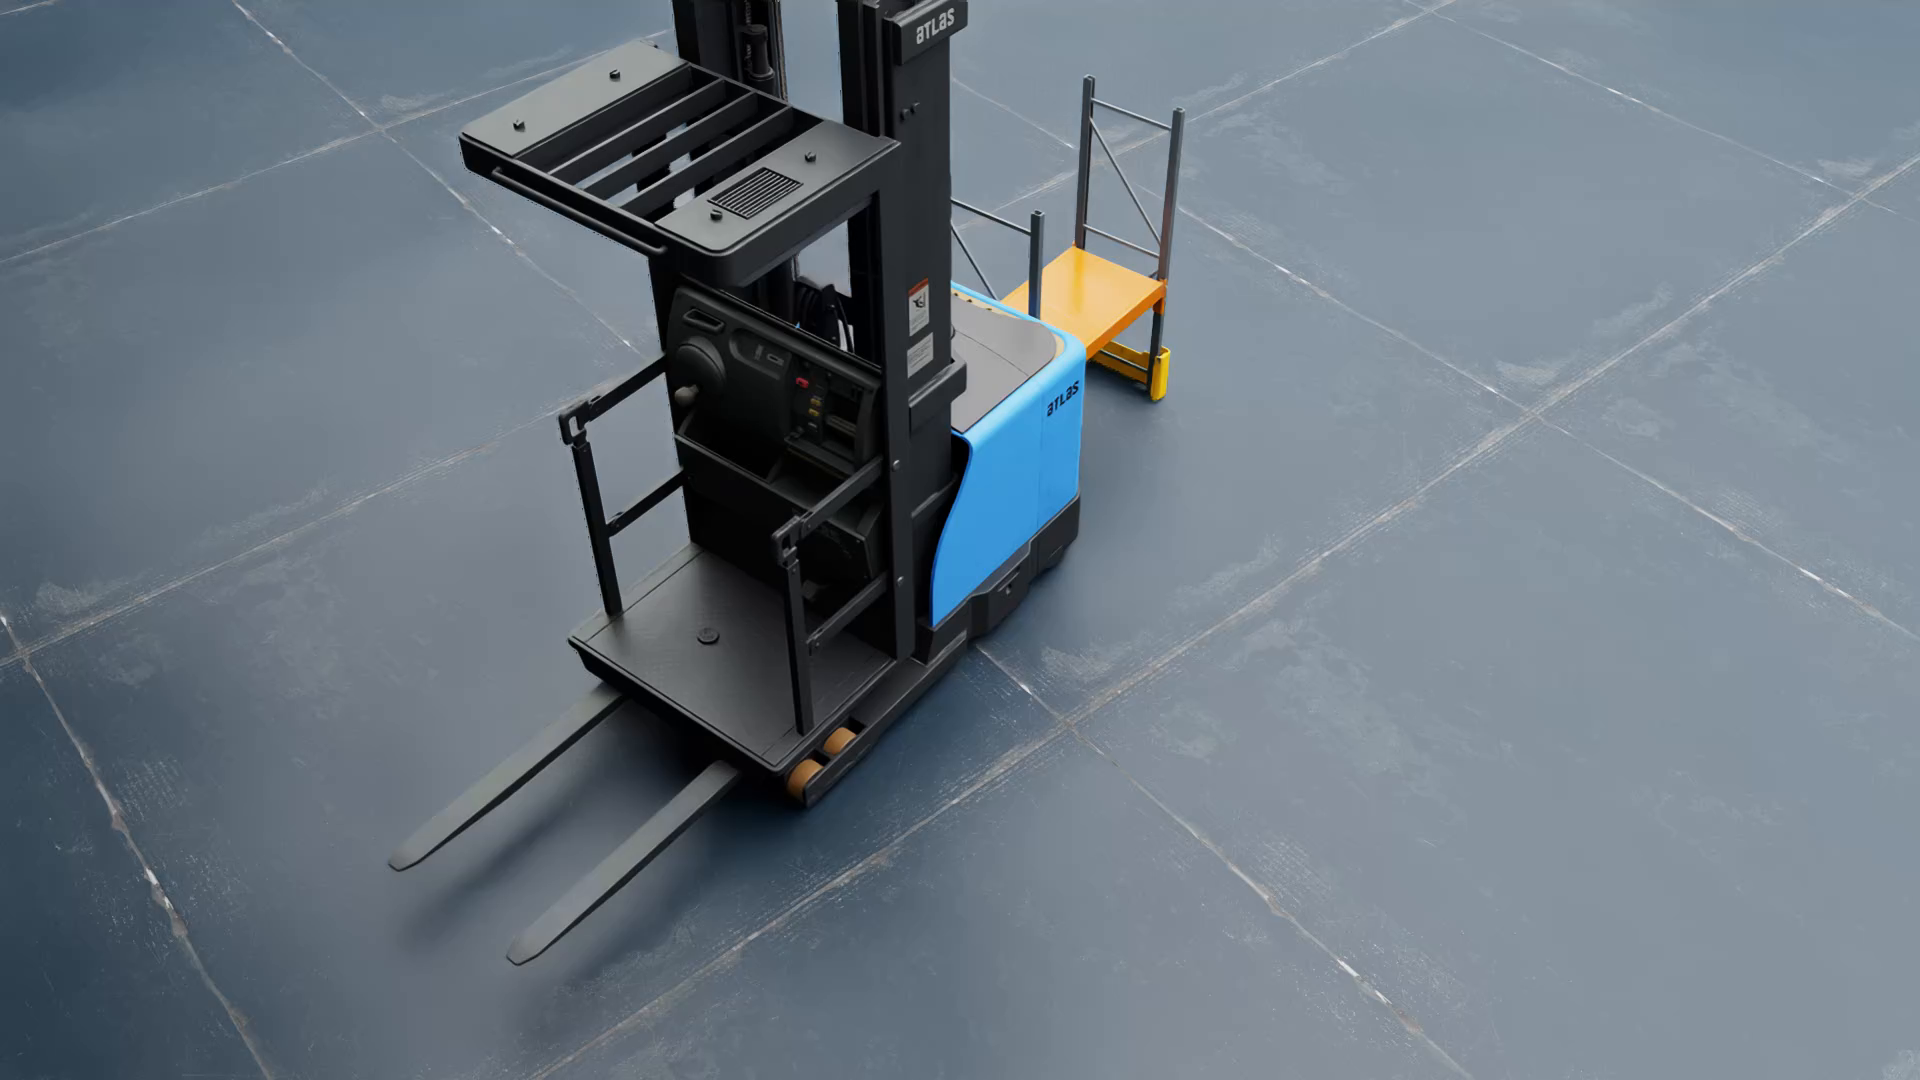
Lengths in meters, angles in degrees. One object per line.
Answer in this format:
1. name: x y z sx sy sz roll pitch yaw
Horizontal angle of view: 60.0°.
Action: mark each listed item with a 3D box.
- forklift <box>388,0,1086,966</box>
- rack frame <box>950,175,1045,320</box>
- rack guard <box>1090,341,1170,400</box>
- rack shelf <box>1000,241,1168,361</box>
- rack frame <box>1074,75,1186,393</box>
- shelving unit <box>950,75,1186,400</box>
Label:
1. forklift: -0.787 -0.471 5.611 1.130 2.935 3.031 28 50 26
2. rack frame: 0.120 -0.807 7.014 0.500 1.500 0.032 28 50 26
3. rack guard: 0.741 -0.902 8.028 0.587 0.250 0.087 28 50 26
4. rack shelf: 0.430 -0.952 7.430 0.538 0.185 1.000 28 50 26
5. rack frame: 0.741 -1.358 7.600 0.500 1.500 0.032 28 50 26
6. shelving unit: 0.436 -1.088 7.313 0.587 1.500 1.083 28 50 26
